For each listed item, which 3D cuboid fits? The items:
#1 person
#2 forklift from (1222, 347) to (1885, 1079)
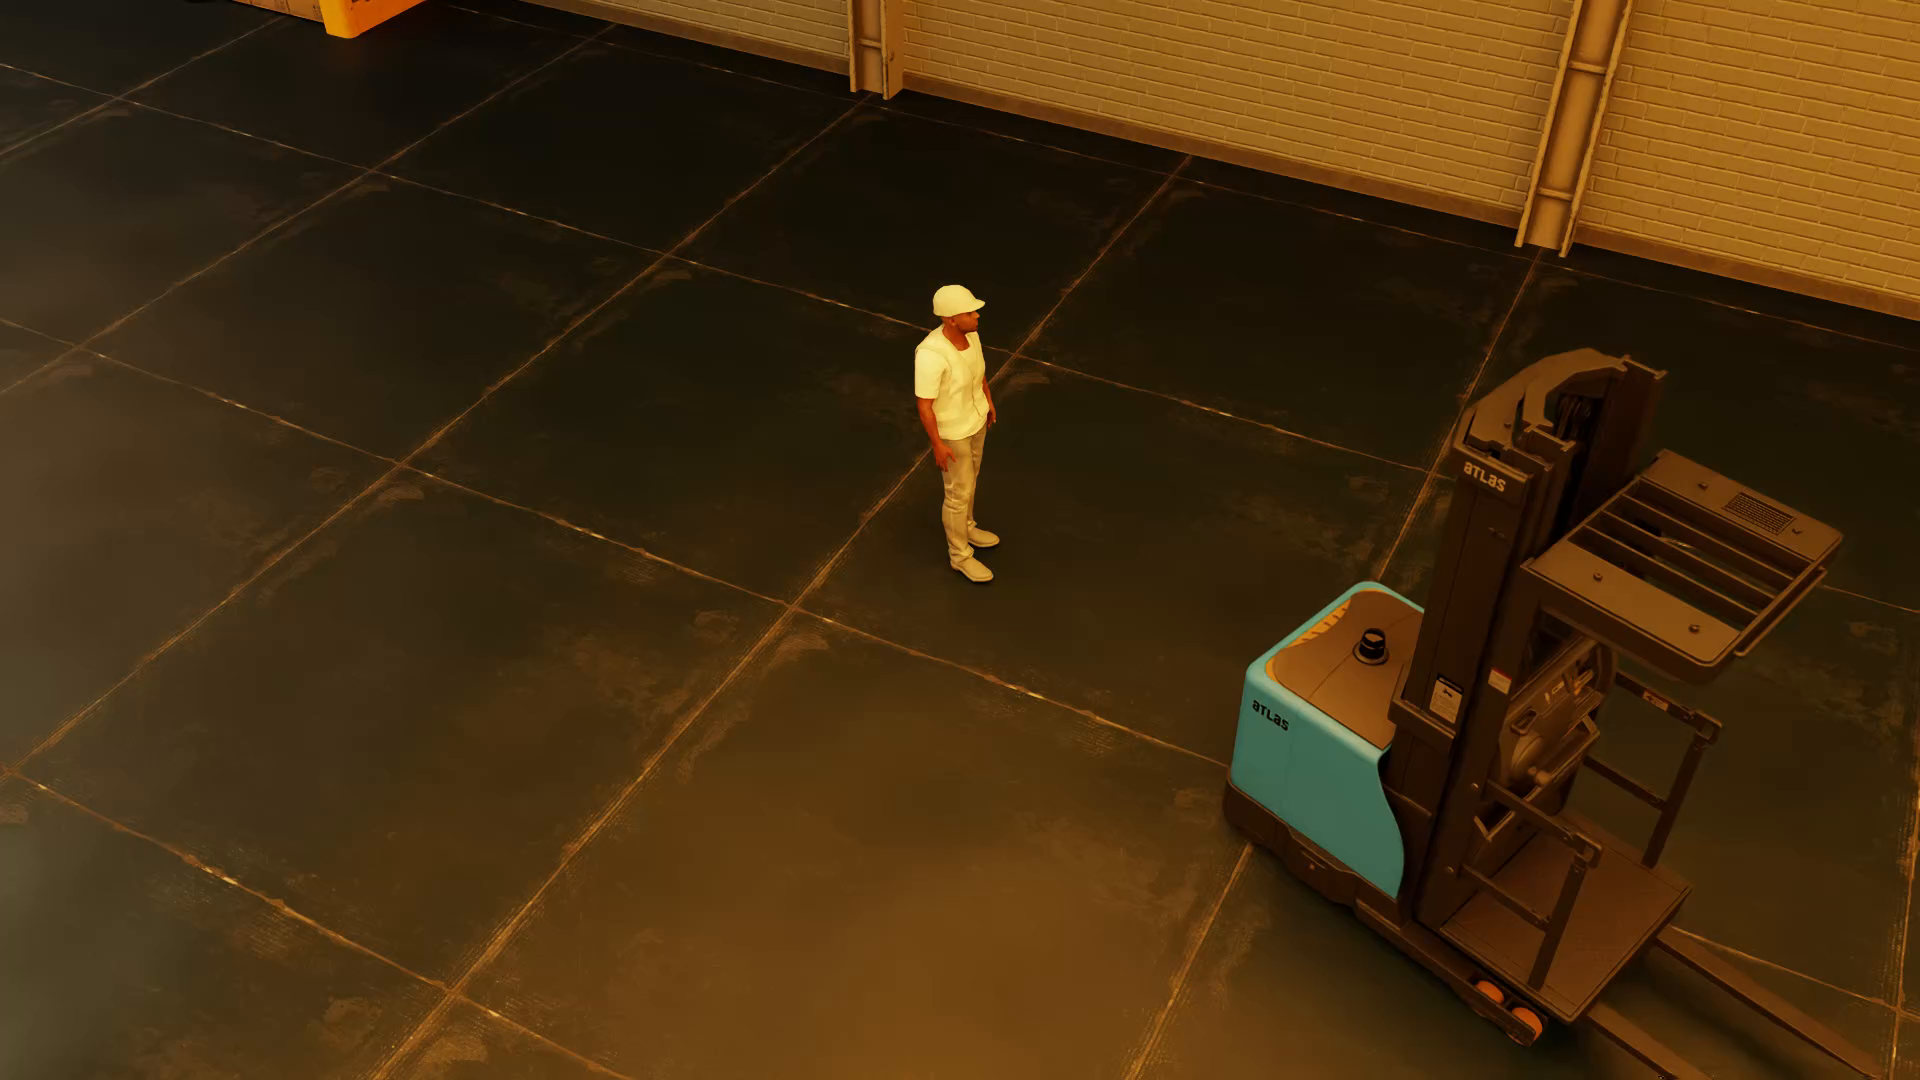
[{"bbox_3d":[0.060,-0.657,9.659,0.575,1.768,0.665,18,43,21],"label":"person"},{"bbox_3d":[2.719,0.786,7.053,1.130,2.935,3.031,-31,49,-32],"label":"forklift"}]
